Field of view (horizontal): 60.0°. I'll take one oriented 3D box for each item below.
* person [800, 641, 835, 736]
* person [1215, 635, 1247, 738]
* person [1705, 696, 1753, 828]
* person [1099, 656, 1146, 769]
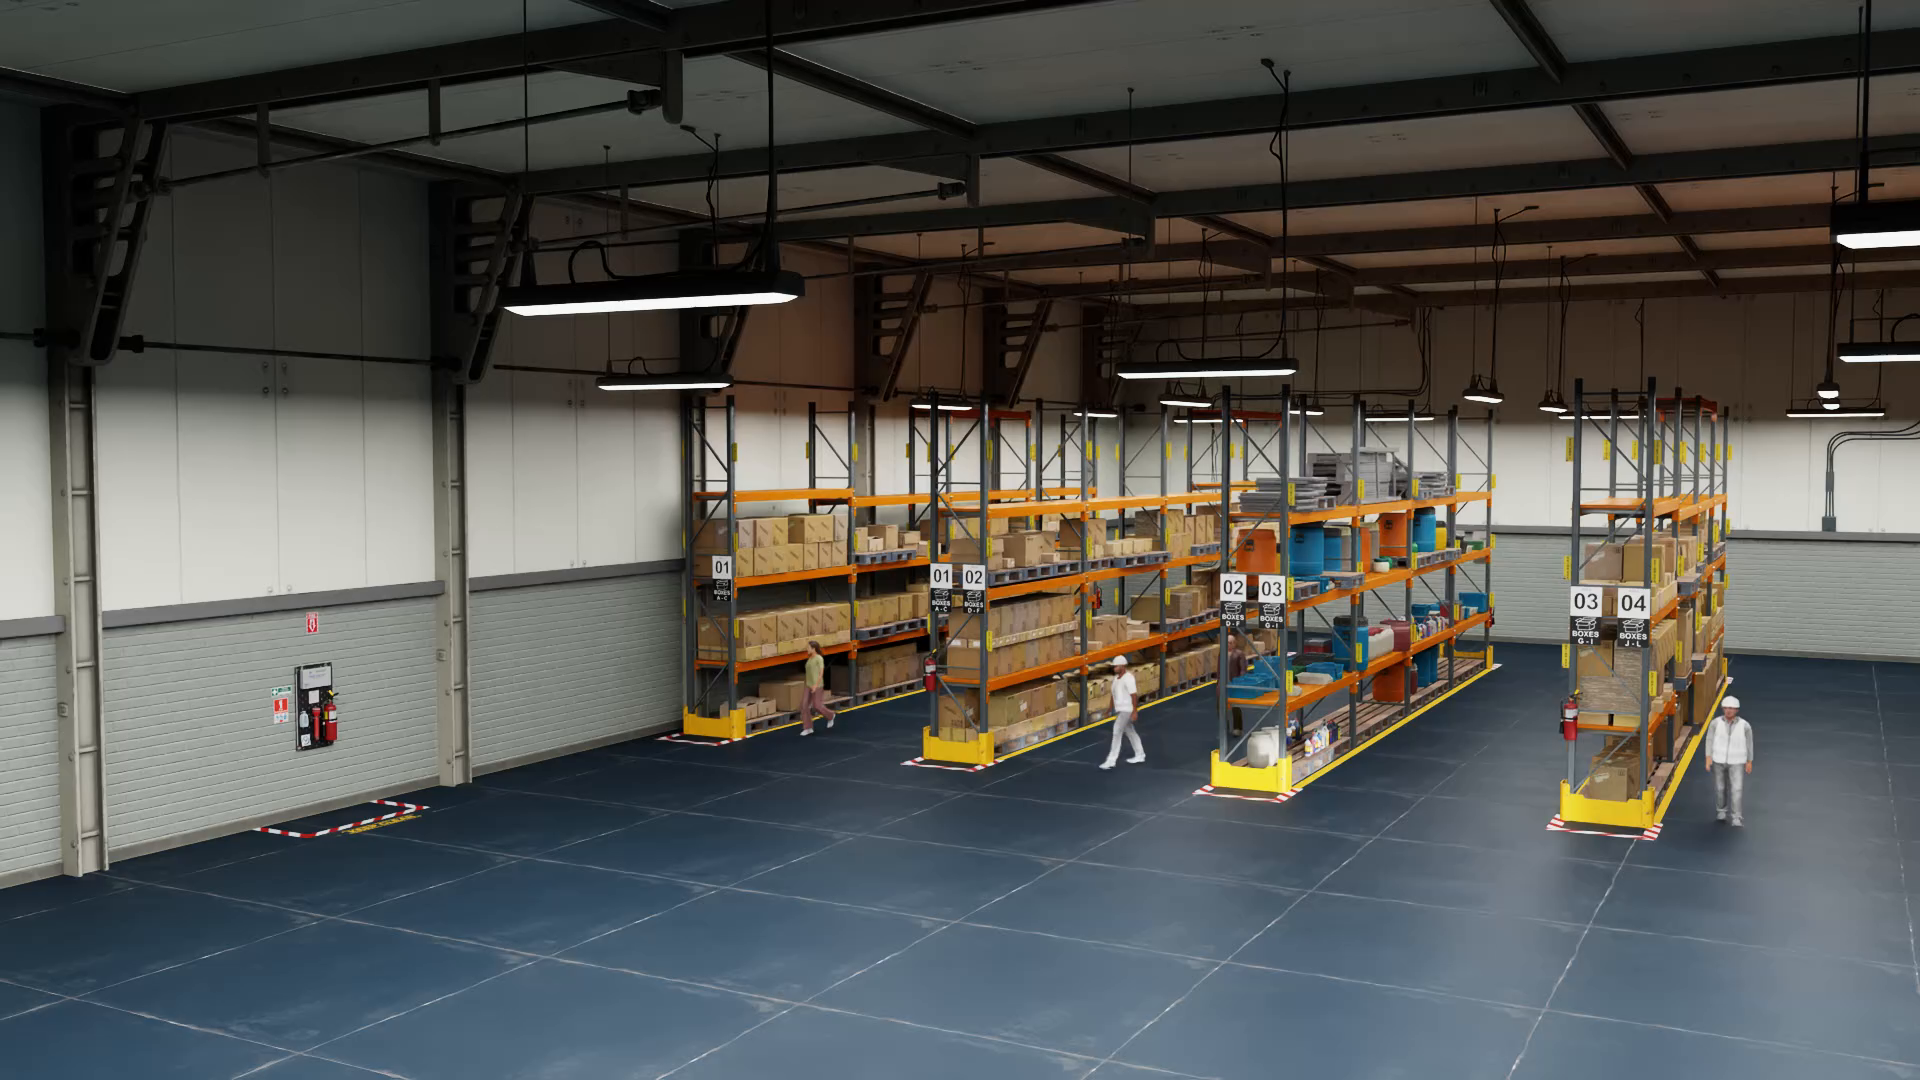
[{"bbox_3d":[-2.572,2.623,29.601,0.754,1.649,0.472,-3,4,-45],"label":"person"},{"bbox_3d":[4.767,2.597,29.274,0.631,1.845,0.595,2,4,39],"label":"person"},{"bbox_3d":[10.255,2.952,22.210,0.574,1.715,1.043,2,4,31],"label":"person"},{"bbox_3d":[2.570,2.721,26.545,0.868,1.742,0.594,-1,3,-12],"label":"person"}]
